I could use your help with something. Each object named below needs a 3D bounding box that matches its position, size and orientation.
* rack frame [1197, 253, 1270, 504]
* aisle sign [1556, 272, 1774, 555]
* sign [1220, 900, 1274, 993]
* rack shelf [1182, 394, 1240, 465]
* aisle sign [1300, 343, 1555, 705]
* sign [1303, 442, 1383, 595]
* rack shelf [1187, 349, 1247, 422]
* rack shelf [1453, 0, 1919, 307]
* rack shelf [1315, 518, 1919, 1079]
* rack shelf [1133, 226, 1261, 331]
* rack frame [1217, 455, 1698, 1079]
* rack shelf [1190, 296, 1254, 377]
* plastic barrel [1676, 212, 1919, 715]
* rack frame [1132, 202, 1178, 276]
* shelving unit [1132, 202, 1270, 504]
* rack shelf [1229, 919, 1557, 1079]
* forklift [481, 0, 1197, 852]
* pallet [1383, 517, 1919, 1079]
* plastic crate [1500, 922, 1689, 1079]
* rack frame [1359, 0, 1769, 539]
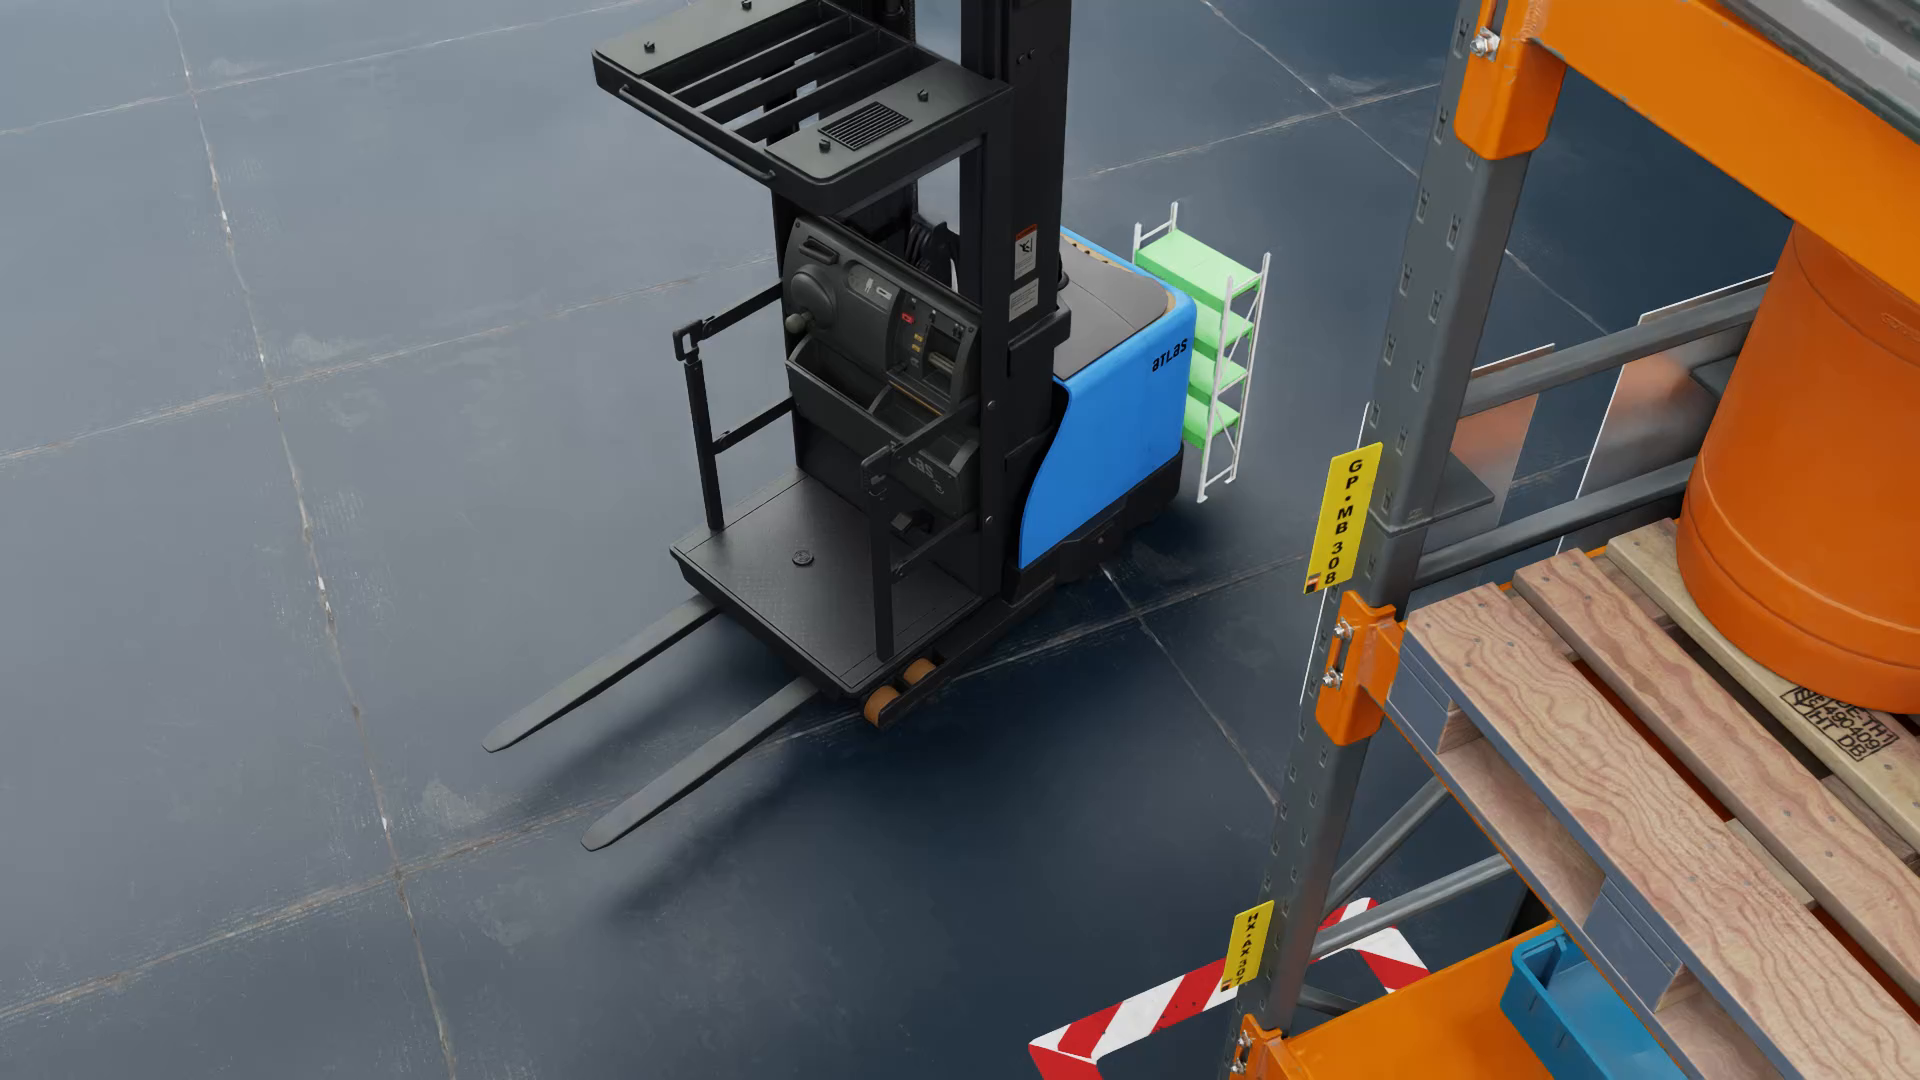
[{"bbox_3d":[1.131,-0.647,6.920,0.240,1.200,0.015,-33,53,-29],"label":"rack frame"},{"bbox_3d":[1.401,-0.181,3.315,0.394,0.787,0.004,-18,47,-17],"label":"aisle sign"},{"bbox_3d":[0.660,0.939,3.834,0.100,0.325,0.005,-18,47,-17],"label":"sign"},{"bbox_3d":[0.965,-0.556,7.261,0.258,0.148,0.480,-33,53,-29],"label":"rack shelf"},{"bbox_3d":[0.865,-0.007,3.139,0.394,0.787,0.004,-18,47,-17],"label":"aisle sign"},{"bbox_3d":[0.660,-0.033,2.875,0.100,0.325,0.005,-18,47,-17],"label":"sign"},{"bbox_3d":[0.965,-0.727,7.092,0.258,0.148,0.480,-33,53,-29],"label":"rack shelf"},{"bbox_3d":[2.002,0.416,1.088,1.077,0.370,4.000,-18,47,-17],"label":"rack shelf"},{"bbox_3d":[2.002,1.341,2.001,1.077,0.370,4.000,-18,47,-17],"label":"rack shelf"},{"bbox_3d":[0.965,-1.068,6.755,0.258,0.148,0.480,-33,53,-29],"label":"rack shelf"},{"bbox_3d":[1.161,0.878,4.093,1.000,3.000,0.127,-18,47,-17],"label":"rack frame"},{"bbox_3d":[0.965,-0.898,6.923,0.258,0.148,0.480,-33,53,-29],"label":"rack shelf"},{"bbox_3d":[1.481,-0.220,2.465,0.600,0.830,0.708,-18,47,-17],"label":"plastic barrel"},{"bbox_3d":[0.799,-0.898,7.174,0.240,1.200,0.015,-33,53,-29],"label":"rack frame"},{"bbox_3d":[0.965,-0.772,7.047,0.258,1.200,0.503,-33,53,-29],"label":"shelving unit"},{"bbox_3d":[2.002,2.409,3.054,1.077,0.370,4.000,-18,47,-17],"label":"rack shelf"},{"bbox_3d":[-0.441,-0.732,5.774,1.130,2.935,3.031,35,54,30],"label":"forklift"},{"bbox_3d":[1.420,0.434,2.542,1.003,0.211,1.213,-18,47,-17],"label":"pallet"},{"bbox_3d":[1.643,1.162,3.912,0.499,0.251,0.616,-18,47,-17],"label":"plastic crate"},{"bbox_3d":[1.161,-1.257,1.986,1.000,3.000,0.127,-18,47,-17],"label":"rack frame"}]
